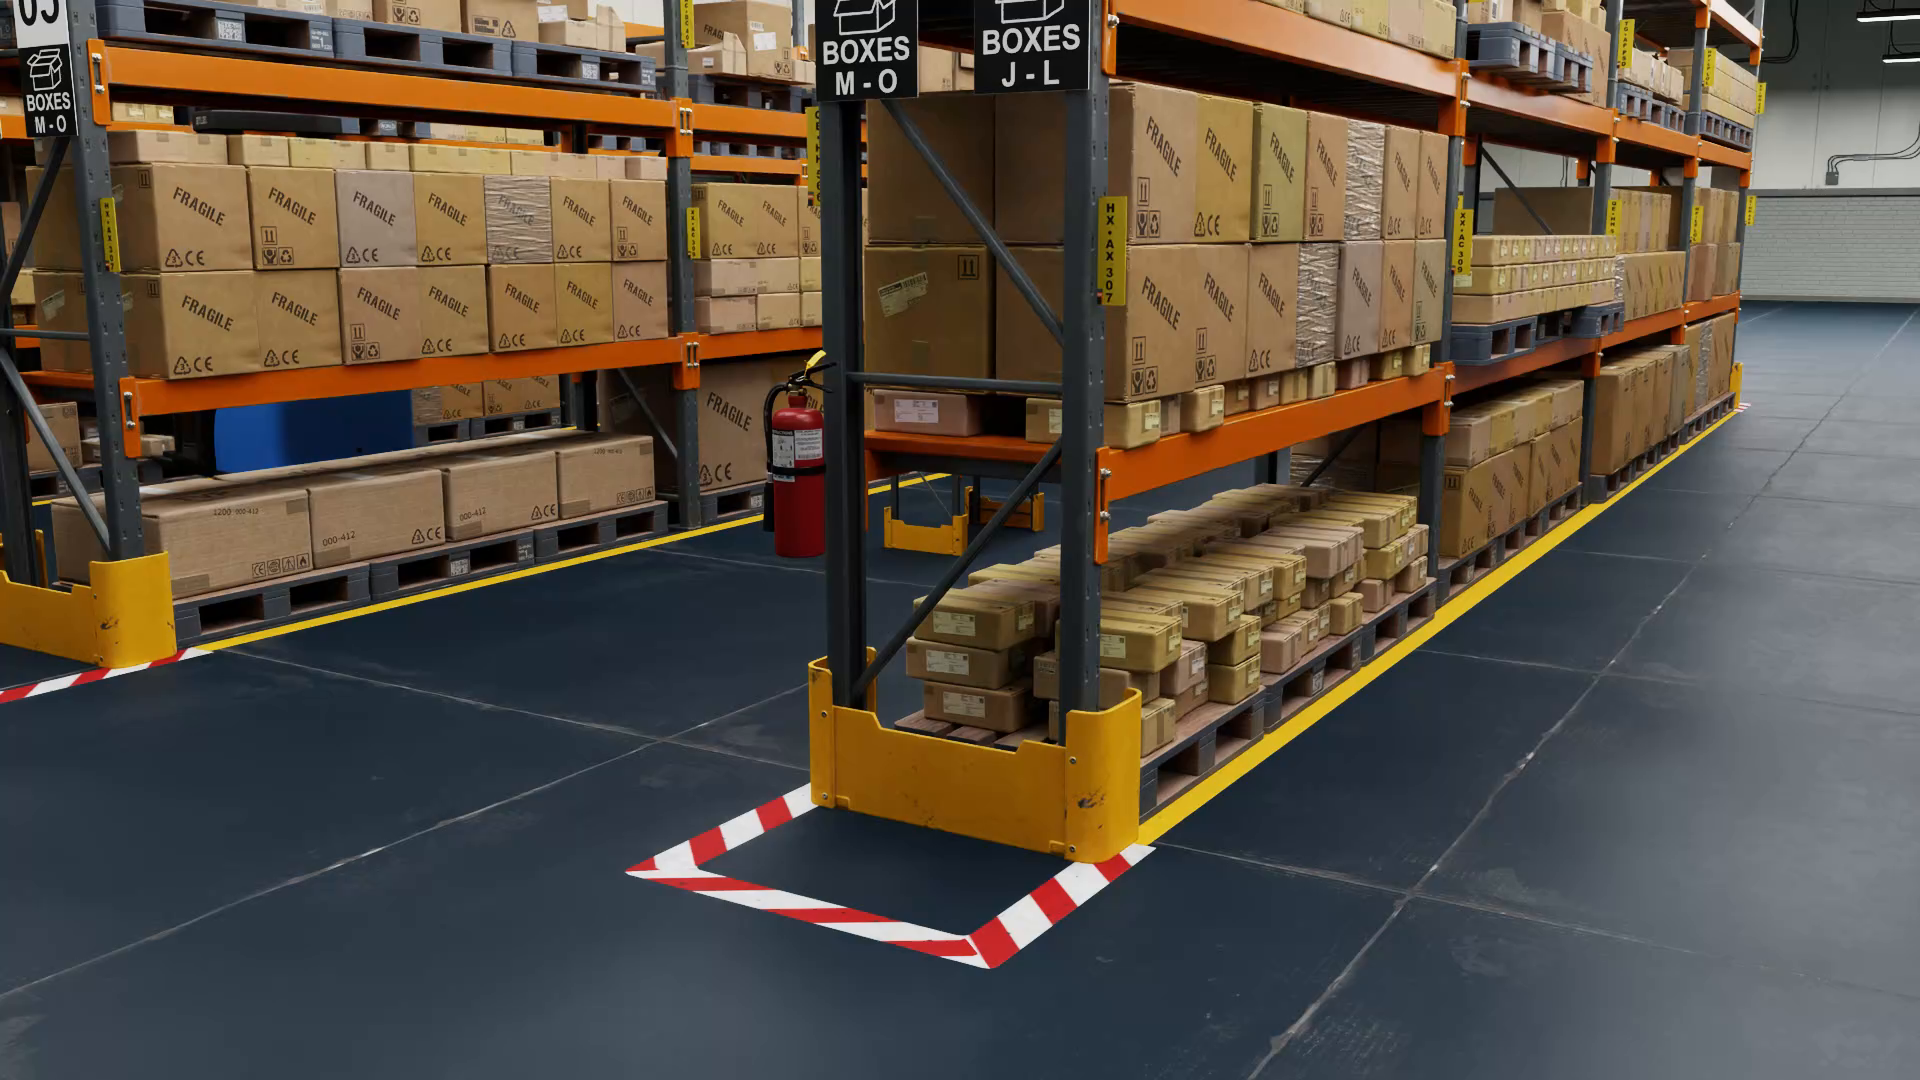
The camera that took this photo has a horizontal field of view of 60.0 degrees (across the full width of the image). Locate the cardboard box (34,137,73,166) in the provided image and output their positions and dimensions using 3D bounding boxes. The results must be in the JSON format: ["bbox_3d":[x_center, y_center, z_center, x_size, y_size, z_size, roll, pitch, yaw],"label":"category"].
[{"bbox_3d":[-4.274,-1.895,8.088,0.380,0.149,0.250,7,12,31],"label":"cardboard box"}]

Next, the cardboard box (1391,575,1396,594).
[{"bbox_3d":[1.952,0.190,8.309,0.380,0.149,0.250,7,13,32],"label":"cardboard box"}]

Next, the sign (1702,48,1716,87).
[{"bbox_3d":[6.693,-4.223,14.864,0.100,0.325,0.005,6,12,31],"label":"sign"}]

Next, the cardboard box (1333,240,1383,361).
[{"bbox_3d":[1.531,-1.065,7.325,0.500,0.500,0.500,6,12,30],"label":"cardboard box"}]

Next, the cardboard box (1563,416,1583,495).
[{"bbox_3d":[4.029,-0.610,11.630,0.500,0.500,0.500,6,12,30],"label":"cardboard box"}]

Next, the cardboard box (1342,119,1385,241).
[{"bbox_3d":[1.516,-1.558,7.243,0.500,0.500,0.500,7,13,32],"label":"cardboard box"}]

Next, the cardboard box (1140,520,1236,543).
[{"bbox_3d":[1.043,0.013,7.637,0.380,0.149,0.250,6,12,28],"label":"cardboard box"}]

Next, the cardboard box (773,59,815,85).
[{"bbox_3d":[-1.256,-3.321,11.797,0.380,0.166,0.250,5,12,27],"label":"cardboard box"}]

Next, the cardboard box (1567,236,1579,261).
[{"bbox_3d":[3.611,-1.813,10.324,0.380,0.149,0.250,7,13,33],"label":"cardboard box"}]

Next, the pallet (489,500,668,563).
[{"bbox_3d":[-2.674,-0.106,10.863,1.003,0.211,1.213,6,12,31],"label":"pallet"}]

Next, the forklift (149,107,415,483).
[{"bbox_3d":[-5.266,-1.763,12.319,3.031,2.935,1.130,10,15,44],"label":"forklift"}]

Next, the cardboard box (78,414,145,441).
[{"bbox_3d":[-7.002,-0.866,13.510,0.500,0.311,0.500,7,13,33],"label":"cardboard box"}]

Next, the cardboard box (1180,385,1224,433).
[{"bbox_3d":[0.724,-0.480,5.966,0.380,0.149,0.250,6,12,29],"label":"cardboard box"}]

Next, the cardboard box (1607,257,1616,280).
[{"bbox_3d":[4.280,-1.869,11.434,0.380,0.149,0.250,7,13,32],"label":"cardboard box"}]

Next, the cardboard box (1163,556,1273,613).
[{"bbox_3d":[1.047,0.178,6.758,0.380,0.149,0.250,7,13,33],"label":"cardboard box"}]

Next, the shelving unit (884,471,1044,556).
[{"bbox_3d":[0.040,-0.749,10.795,0.587,1.500,1.083,6,12,31],"label":"shelving unit"}]

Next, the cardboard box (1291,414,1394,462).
[{"bbox_3d":[2.241,-0.620,9.642,0.500,0.250,0.500,6,12,29],"label":"cardboard box"}]

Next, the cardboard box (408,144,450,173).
[{"bbox_3d":[-3.027,-2.089,9.123,0.380,0.149,0.250,6,12,29],"label":"cardboard box"}]

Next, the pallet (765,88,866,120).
[{"bbox_3d":[-1.003,-3.317,12.798,1.003,0.211,1.213,7,13,33],"label":"pallet"}]

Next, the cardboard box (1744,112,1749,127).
[{"bbox_3d":[8.154,-4.461,17.665,0.380,0.149,0.250,7,12,32],"label":"cardboard box"}]

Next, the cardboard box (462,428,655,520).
[{"bbox_3d":[-2.630,-0.448,10.930,0.875,0.438,0.875,6,12,30],"label":"cardboard box"}]

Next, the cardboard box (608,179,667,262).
[{"bbox_3d":[-2.221,-2.029,10.567,0.500,0.500,0.500,6,12,30],"label":"cardboard box"}]

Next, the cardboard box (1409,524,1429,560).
[{"bbox_3d":[2.179,-0.004,8.534,0.380,0.149,0.250,7,13,32],"label":"cardboard box"}]

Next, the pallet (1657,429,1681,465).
[{"bbox_3d":[5.888,-0.891,15.055,1.003,0.211,1.213,6,12,31],"label":"pallet"}]

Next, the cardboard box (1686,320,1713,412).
[{"bbox_3d":[7.075,-1.787,16.894,0.875,0.875,0.875,6,12,31],"label":"cardboard box"}]

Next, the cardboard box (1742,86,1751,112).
[{"bbox_3d":[8.025,-4.640,17.534,0.500,0.250,0.500,6,12,31],"label":"cardboard box"}]

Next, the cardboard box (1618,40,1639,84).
[{"bbox_3d":[4.711,-3.540,12.305,0.500,0.311,0.500,6,12,31],"label":"cardboard box"}]

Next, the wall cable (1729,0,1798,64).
[{"bbox_3d":[21.834,-14.568,46.584,3.097,2.526,0.112,6,12,31],"label":"wall cable"}]

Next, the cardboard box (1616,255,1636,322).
[{"bbox_3d":[4.873,-1.935,12.783,0.500,0.500,0.500,6,12,30],"label":"cardboard box"}]

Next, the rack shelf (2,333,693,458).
[{"bbox_3d":[-3.251,-0.921,9.592,1.077,0.370,4.000,6,12,31],"label":"rack shelf"}]

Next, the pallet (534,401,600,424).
[{"bbox_3d":[-3.919,-1.447,18.024,1.003,0.211,1.213,6,12,31],"label":"pallet"}]

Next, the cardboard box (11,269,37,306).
[{"bbox_3d":[-7.030,-1.874,12.329,0.500,0.250,0.500,6,12,30],"label":"cardboard box"}]

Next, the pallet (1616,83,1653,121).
[{"bbox_3d":[4.436,-3.249,12.434,1.213,0.211,1.003,7,13,33],"label":"pallet"}]

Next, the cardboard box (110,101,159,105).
[{"bbox_3d":[-6.493,-3.510,12.913,0.500,0.250,0.500,6,12,31],"label":"cardboard box"}]

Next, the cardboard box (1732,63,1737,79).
[{"bbox_3d":[7.493,-4.653,16.521,0.380,0.149,0.250,6,12,30],"label":"cardboard box"}]

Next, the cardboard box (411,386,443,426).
[{"bbox_3d":[-5.208,-1.339,15.520,0.500,0.500,0.500,6,12,29],"label":"cardboard box"}]

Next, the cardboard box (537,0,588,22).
[{"bbox_3d":[-2.697,-3.296,10.486,0.500,0.500,0.500,7,12,32],"label":"cardboard box"}]

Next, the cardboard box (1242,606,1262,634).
[{"bbox_3d":[1.010,0.322,6.793,0.380,0.149,0.250,6,12,28],"label":"cardboard box"}]

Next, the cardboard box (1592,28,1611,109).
[{"bbox_3d":[4.068,-3.171,11.230,0.500,0.500,0.500,6,12,31],"label":"cardboard box"}]

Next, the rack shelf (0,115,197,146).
[{"bbox_3d":[-7.495,-2.869,11.846,1.077,0.370,4.000,6,12,31],"label":"rack shelf"}]

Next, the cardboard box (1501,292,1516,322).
[{"bbox_3d":[2.807,-1.277,9.081,0.380,0.149,0.250,7,12,32],"label":"cardboard box"}]

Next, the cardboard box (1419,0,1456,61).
[{"bbox_3d":[2.047,-2.430,7.952,0.500,0.250,0.500,7,13,32],"label":"cardboard box"}]

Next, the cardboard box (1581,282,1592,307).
[{"bbox_3d":[3.888,-1.604,10.829,0.380,0.149,0.250,6,12,30],"label":"cardboard box"}]

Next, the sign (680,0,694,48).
[{"bbox_3d":[-1.737,-3.304,10.593,0.100,0.325,0.005,6,12,31],"label":"sign"}]

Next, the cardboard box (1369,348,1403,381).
[{"bbox_3d":[1.892,-0.854,7.962,0.380,0.149,0.250,7,13,33],"label":"cardboard box"}]

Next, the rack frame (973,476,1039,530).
[{"bbox_3d":[0.308,-0.831,11.229,0.500,1.500,0.032,6,12,31],"label":"rack frame"}]

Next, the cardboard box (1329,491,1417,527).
[{"bbox_3d":[2.108,-0.149,8.502,0.380,0.149,0.250,7,13,32],"label":"cardboard box"}]

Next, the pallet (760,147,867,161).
[{"bbox_3d":[-1.883,-4.888,20.918,1.003,0.211,1.213,6,12,31],"label":"pallet"}]

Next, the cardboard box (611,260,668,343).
[{"bbox_3d":[-2.235,-1.541,10.676,0.500,0.500,0.500,7,12,31],"label":"cardboard box"}]

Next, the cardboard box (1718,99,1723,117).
[{"bbox_3d":[7.097,-4.141,15.954,0.380,0.149,0.250,6,12,30],"label":"cardboard box"}]

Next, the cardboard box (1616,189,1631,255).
[{"bbox_3d":[4.915,-2.532,13.253,0.700,0.500,0.500,6,12,30],"label":"cardboard box"}]

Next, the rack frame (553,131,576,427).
[{"bbox_3d":[-4.380,-2.692,17.096,1.000,3.000,0.127,6,12,31],"label":"rack frame"}]

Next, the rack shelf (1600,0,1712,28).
[{"bbox_3d":[5.186,-4.474,13.356,1.077,0.370,4.000,6,12,31],"label":"rack shelf"}]

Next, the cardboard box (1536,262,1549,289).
[{"bbox_3d":[3.207,-1.544,9.700,0.380,0.149,0.250,7,13,33],"label":"cardboard box"}]

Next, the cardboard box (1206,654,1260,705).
[{"bbox_3d":[0.955,0.522,6.537,0.380,0.149,0.250,7,12,31],"label":"cardboard box"}]

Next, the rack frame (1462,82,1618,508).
[{"bbox_3d":[4.147,-1.761,12.125,1.000,3.000,0.127,6,12,31],"label":"rack frame"}]

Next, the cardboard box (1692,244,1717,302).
[{"bbox_3d":[7.053,-2.686,16.654,0.875,0.550,0.550,6,12,31],"label":"cardboard box"}]
